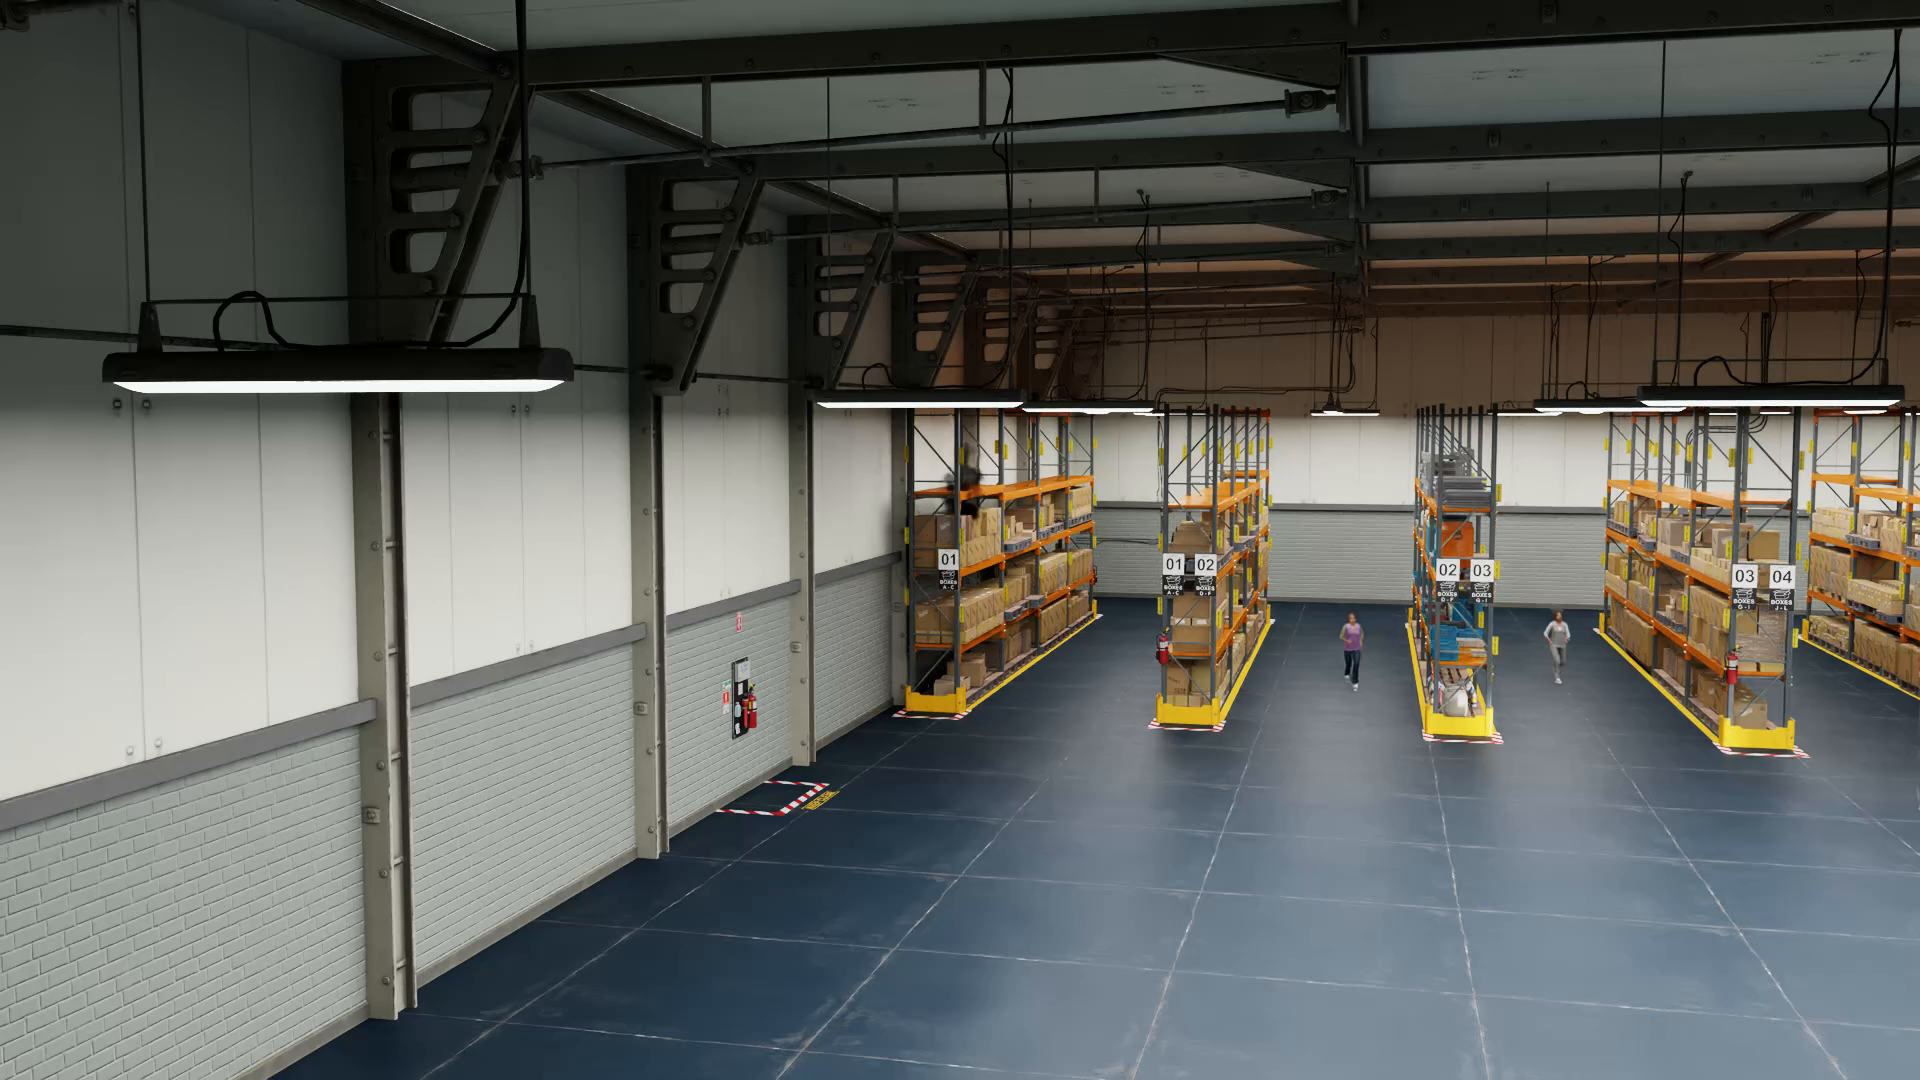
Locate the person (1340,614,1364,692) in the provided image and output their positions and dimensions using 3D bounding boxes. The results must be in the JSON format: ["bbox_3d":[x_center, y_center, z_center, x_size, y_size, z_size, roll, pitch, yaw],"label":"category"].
[{"bbox_3d":[8.315,2.367,35.267,0.539,1.586,0.863,0,4,3],"label":"person"}]

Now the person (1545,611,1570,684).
[{"bbox_3d":[12.972,2.319,36.104,0.537,1.549,0.580,0,4,4],"label":"person"}]
